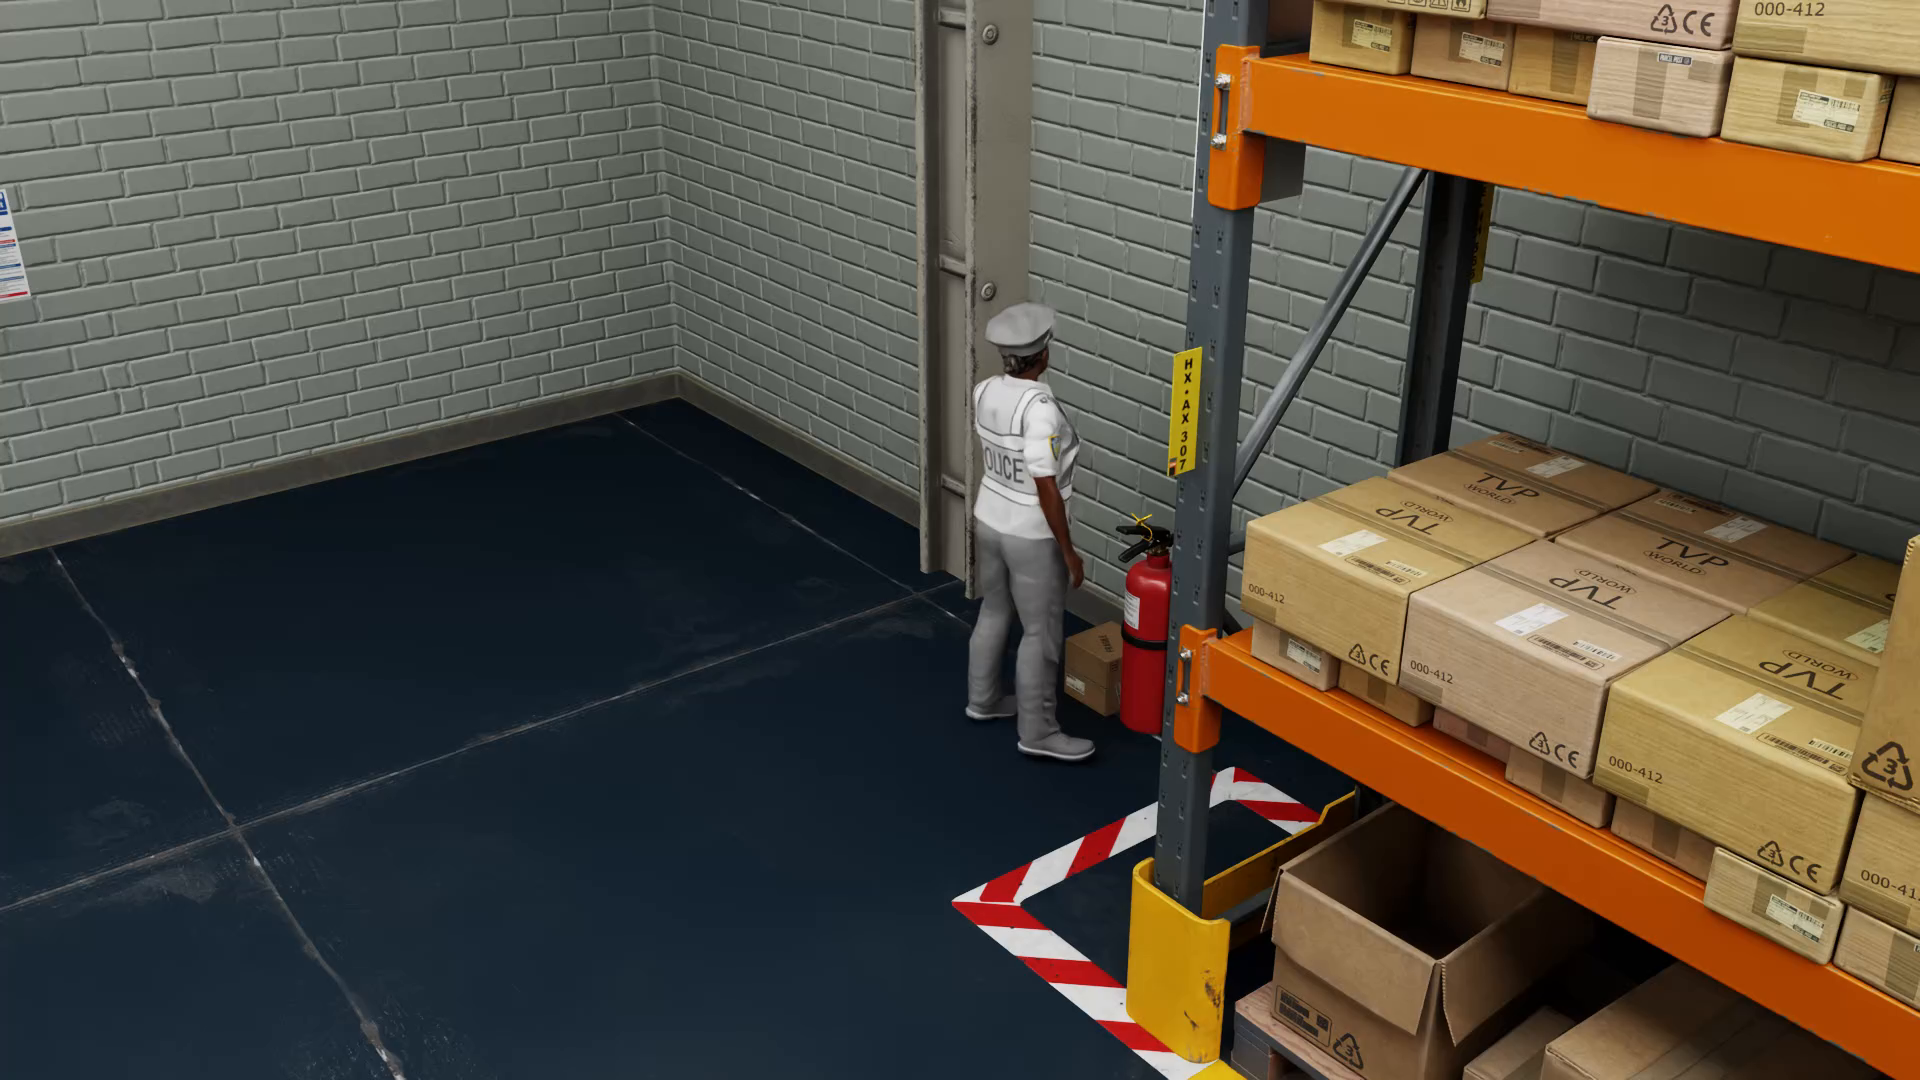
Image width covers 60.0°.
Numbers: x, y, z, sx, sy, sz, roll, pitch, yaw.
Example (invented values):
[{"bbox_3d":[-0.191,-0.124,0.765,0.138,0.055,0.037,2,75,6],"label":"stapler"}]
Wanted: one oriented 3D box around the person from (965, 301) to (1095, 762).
[{"bbox_3d":[0.315,-0.030,6.144,0.496,1.719,0.609,-15,29,-30],"label":"person"}]
